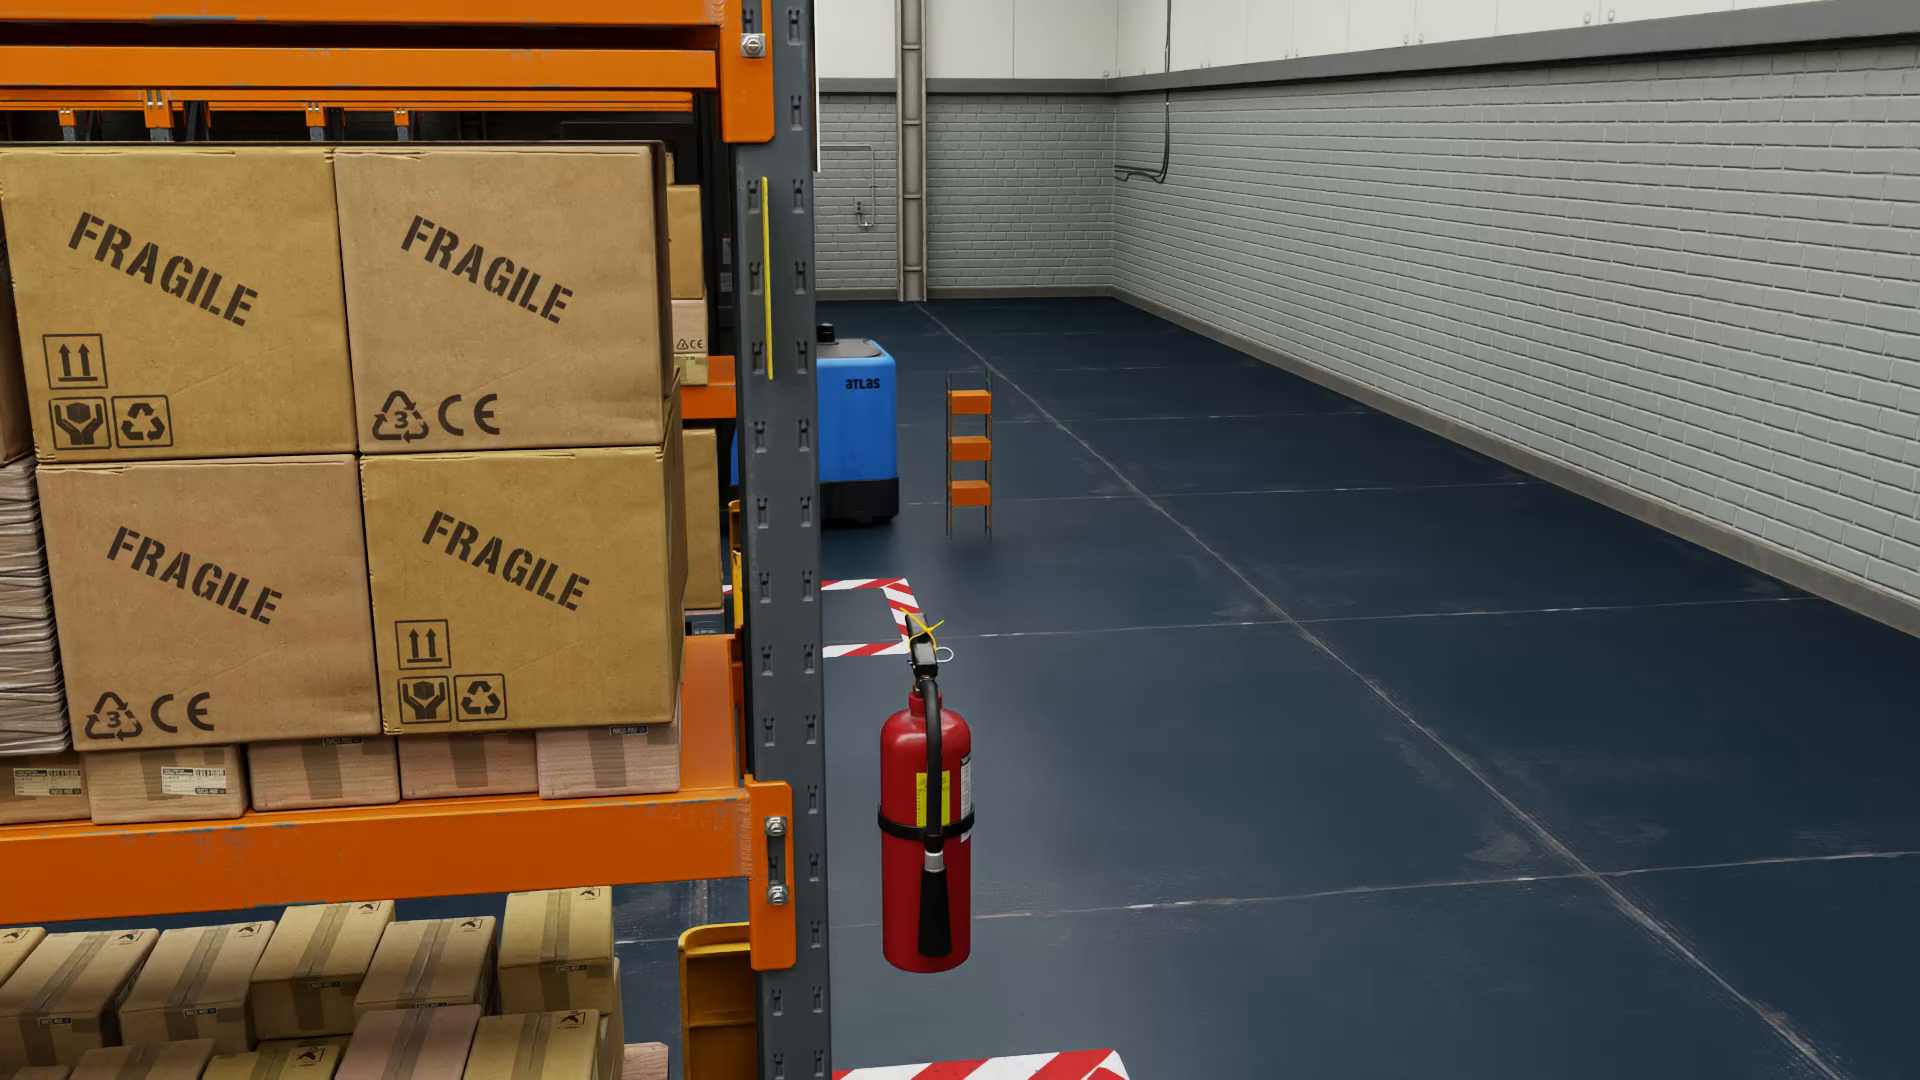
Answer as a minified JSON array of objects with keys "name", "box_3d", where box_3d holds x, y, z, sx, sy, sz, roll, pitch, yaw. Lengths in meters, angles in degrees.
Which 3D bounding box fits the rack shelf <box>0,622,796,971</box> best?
[{"name":"rack shelf","box_3d":[-2.359,0.569,3.264,4.000,0.370,1.077,-2,14,-8]}]

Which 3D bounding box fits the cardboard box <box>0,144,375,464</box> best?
[{"name":"cardboard box","box_3d":[-1.298,-0.435,2.918,0.500,0.500,0.500,-3,14,-10]}]

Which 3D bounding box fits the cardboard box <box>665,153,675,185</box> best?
[{"name":"cardboard box","box_3d":[-2.892,-3.883,17.278,0.500,0.500,0.500,-2,14,-9]}]

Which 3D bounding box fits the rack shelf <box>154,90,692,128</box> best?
[{"name":"rack shelf","box_3d":[-3.736,-3.274,12.422,4.000,0.370,1.077,-2,14,-8]}]

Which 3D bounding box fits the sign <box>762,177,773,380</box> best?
[{"name":"sign","box_3d":[-0.319,-0.433,2.751,0.005,0.325,0.100,-2,14,-8]}]

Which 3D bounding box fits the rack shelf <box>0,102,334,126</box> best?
[{"name":"rack shelf","box_3d":[-8.426,-4.320,16.595,4.000,0.370,1.077,-2,14,-8]}]

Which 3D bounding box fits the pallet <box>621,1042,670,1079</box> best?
[{"name":"pallet","box_3d":[-1.266,1.524,3.710,1.213,0.211,1.003,-2,14,-8]}]

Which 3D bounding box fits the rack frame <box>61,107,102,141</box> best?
[{"name":"rack frame","box_3d":[-11.145,-4.333,21.334,0.127,3.000,1.000,-2,14,-8]}]

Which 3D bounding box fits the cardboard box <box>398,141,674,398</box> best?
[{"name":"cardboard box","box_3d":[-0.865,-0.577,3.485,0.500,0.500,0.500,-2,14,-9]}]

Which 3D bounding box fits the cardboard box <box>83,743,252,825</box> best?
[{"name":"cardboard box","box_3d":[-1.408,0.377,3.068,0.250,0.149,0.380,-2,14,-7]}]

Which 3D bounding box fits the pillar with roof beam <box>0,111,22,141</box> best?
[{"name":"pillar with roof beam","box_3d":[-11.918,-6.369,17.117,0.400,9.000,9.100,-2,14,-8]}]

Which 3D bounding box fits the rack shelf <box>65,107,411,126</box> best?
[{"name":"rack shelf","box_3d":[-9.168,-5.512,21.346,4.000,0.370,1.077,-2,14,-8]}]

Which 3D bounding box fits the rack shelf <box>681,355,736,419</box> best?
[{"name":"rack shelf","box_3d":[-2.998,-0.627,8.036,4.000,0.370,1.077,-2,14,-8]}]

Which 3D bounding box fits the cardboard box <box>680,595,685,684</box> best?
[{"name":"cardboard box","box_3d":[-0.751,0.203,3.764,0.250,0.149,0.380,-2,14,-9]}]

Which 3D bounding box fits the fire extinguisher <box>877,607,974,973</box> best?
[{"name":"fire extinguisher","box_3d":[-0.064,0.468,3.114,0.183,0.674,0.296,-2,14,-8]}]

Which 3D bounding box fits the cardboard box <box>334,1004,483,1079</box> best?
[{"name":"cardboard box","box_3d":[-1.125,1.114,3.388,0.250,0.149,0.380,-2,14,-7]}]

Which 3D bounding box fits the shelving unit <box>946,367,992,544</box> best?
[{"name":"shelving unit","box_3d":[0.053,-0.511,10.102,0.252,1.050,0.215,-2,14,-8]}]

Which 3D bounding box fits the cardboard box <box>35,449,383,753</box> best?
[{"name":"cardboard box","box_3d":[-1.298,0.051,3.036,0.500,0.500,0.500,-2,14,-9]}]

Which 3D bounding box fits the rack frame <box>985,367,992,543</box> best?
[{"name":"rack frame","box_3d":[0.174,-0.516,10.119,0.008,1.050,0.200,-2,14,-8]}]

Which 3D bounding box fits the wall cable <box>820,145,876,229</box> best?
[{"name":"wall cable","box_3d":[-2.109,-5.390,23.459,1.851,1.984,0.084,-2,14,-8]}]

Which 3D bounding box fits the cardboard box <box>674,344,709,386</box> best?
[{"name":"cardboard box","box_3d":[-1.324,-0.835,7.901,0.250,0.149,0.380,-2,14,-7]}]

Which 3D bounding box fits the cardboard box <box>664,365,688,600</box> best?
[{"name":"cardboard box","box_3d":[-0.867,-0.095,3.617,0.500,0.500,0.500,-1,14,-6]}]

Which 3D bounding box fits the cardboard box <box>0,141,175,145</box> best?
[{"name":"cardboard box","box_3d":[-1.881,-0.544,3.353,0.500,0.500,0.500,-2,14,-10]}]

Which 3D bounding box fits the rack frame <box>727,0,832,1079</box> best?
[{"name":"rack frame","box_3d":[-0.382,0.147,3.469,0.053,2.616,0.949,-2,14,-8]}]

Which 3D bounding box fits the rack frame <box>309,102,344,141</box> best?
[{"name":"rack frame","box_3d":[-6.448,-3.287,17.162,0.127,3.000,1.000,-2,14,-8]}]

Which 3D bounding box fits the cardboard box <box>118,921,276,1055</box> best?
[{"name":"cardboard box","box_3d":[-1.706,1.022,3.755,0.250,0.149,0.380,-3,14,-11]}]

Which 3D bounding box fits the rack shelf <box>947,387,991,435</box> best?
[{"name":"rack shelf","box_3d":[0.053,-0.776,10.035,0.240,0.259,0.215,-2,14,-8]}]

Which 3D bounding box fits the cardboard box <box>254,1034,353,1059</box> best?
[{"name":"cardboard box","box_3d":[-1.446,1.167,3.790,0.250,0.149,0.380,-2,14,-8]}]

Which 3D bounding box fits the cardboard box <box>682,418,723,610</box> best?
[{"name":"cardboard box","box_3d":[-1.642,-0.179,8.276,0.875,0.875,0.875,-2,14,-8]}]

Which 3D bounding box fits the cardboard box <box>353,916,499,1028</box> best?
[{"name":"cardboard box","box_3d":[-1.205,1.015,3.784,0.250,0.149,0.380,-2,14,-7]}]

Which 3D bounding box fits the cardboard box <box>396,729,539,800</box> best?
[{"name":"cardboard box","box_3d":[-0.914,0.350,3.178,0.250,0.149,0.380,-2,14,-8]}]

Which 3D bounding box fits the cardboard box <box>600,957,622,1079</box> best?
[{"name":"cardboard box","box_3d":[-0.938,1.140,3.896,0.250,0.149,0.380,-1,14,-6]}]

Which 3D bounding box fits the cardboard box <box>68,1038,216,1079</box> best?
[{"name":"cardboard box","box_3d":[-1.627,1.148,3.252,0.250,0.149,0.380,-3,14,-11]}]

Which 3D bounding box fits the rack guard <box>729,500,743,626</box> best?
[{"name":"rack guard","box_3d":[-0.997,0.163,8.545,0.348,0.500,1.175,-2,14,-8]}]

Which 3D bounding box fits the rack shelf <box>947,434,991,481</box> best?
[{"name":"rack shelf","box_3d":[0.053,-0.501,10.104,0.240,0.259,0.215,-2,14,-8]}]

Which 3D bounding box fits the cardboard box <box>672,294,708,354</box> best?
[{"name":"cardboard box","box_3d":[-1.460,-1.039,7.895,0.500,0.250,0.500,-2,14,-9]}]

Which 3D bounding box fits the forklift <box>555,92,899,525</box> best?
[{"name":"forklift","box_3d":[-1.956,-1.563,10.429,3.031,2.935,1.130,-3,14,-10]}]

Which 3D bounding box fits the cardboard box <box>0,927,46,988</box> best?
[{"name":"cardboard box","box_3d":[-2.249,1.028,3.730,0.250,0.149,0.380,-2,14,-7]}]
